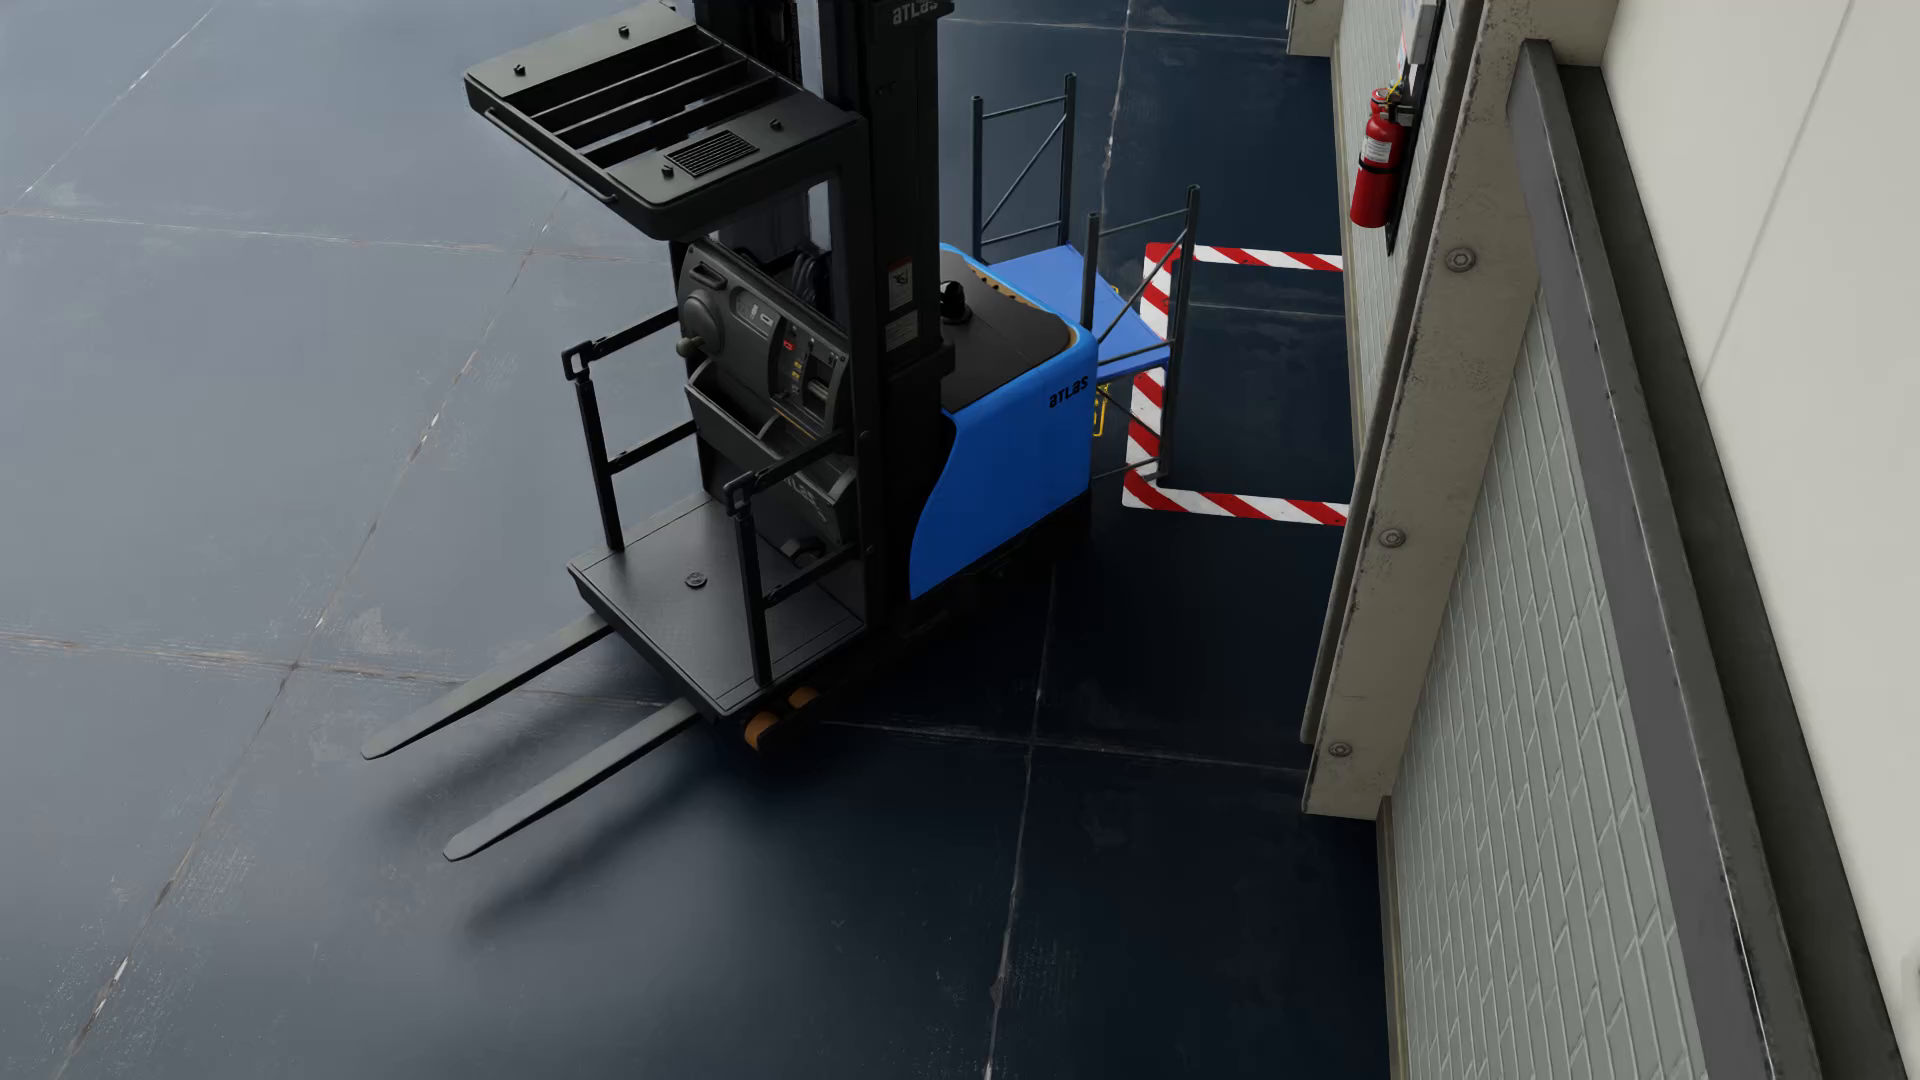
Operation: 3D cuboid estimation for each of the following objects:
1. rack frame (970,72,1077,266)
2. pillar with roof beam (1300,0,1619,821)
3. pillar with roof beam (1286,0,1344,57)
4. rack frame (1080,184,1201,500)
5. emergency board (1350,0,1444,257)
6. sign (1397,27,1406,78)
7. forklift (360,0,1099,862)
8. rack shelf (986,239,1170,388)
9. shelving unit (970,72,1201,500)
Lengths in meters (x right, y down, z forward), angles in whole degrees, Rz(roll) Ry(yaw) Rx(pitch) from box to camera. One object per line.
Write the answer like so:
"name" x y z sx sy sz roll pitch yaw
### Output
"rack frame" 0.277 -1.408 7.669 0.500 1.500 0.032 -18 46 -18
"pillar with roof beam" -2.813 -2.764 3.647 9.100 9.000 0.400 5 44 6
"pillar with roof beam" -2.020 -6.853 7.965 9.100 9.000 0.400 5 44 6
"rack frame" 0.720 -0.779 7.004 0.500 1.500 0.032 -18 46 -18
"emergency board" 1.818 -1.875 7.071 0.194 1.169 0.643 5 44 6
"sign" 1.994 -2.256 7.447 0.001 0.329 0.234 5 44 6
"forklift" -0.866 -0.652 5.829 3.031 2.935 1.130 -32 52 -29
"rack shelf" 0.498 -0.963 7.460 0.538 0.185 1.000 -18 46 -18
"shelving unit" 0.498 -1.094 7.336 0.538 1.500 1.048 -18 46 -18
